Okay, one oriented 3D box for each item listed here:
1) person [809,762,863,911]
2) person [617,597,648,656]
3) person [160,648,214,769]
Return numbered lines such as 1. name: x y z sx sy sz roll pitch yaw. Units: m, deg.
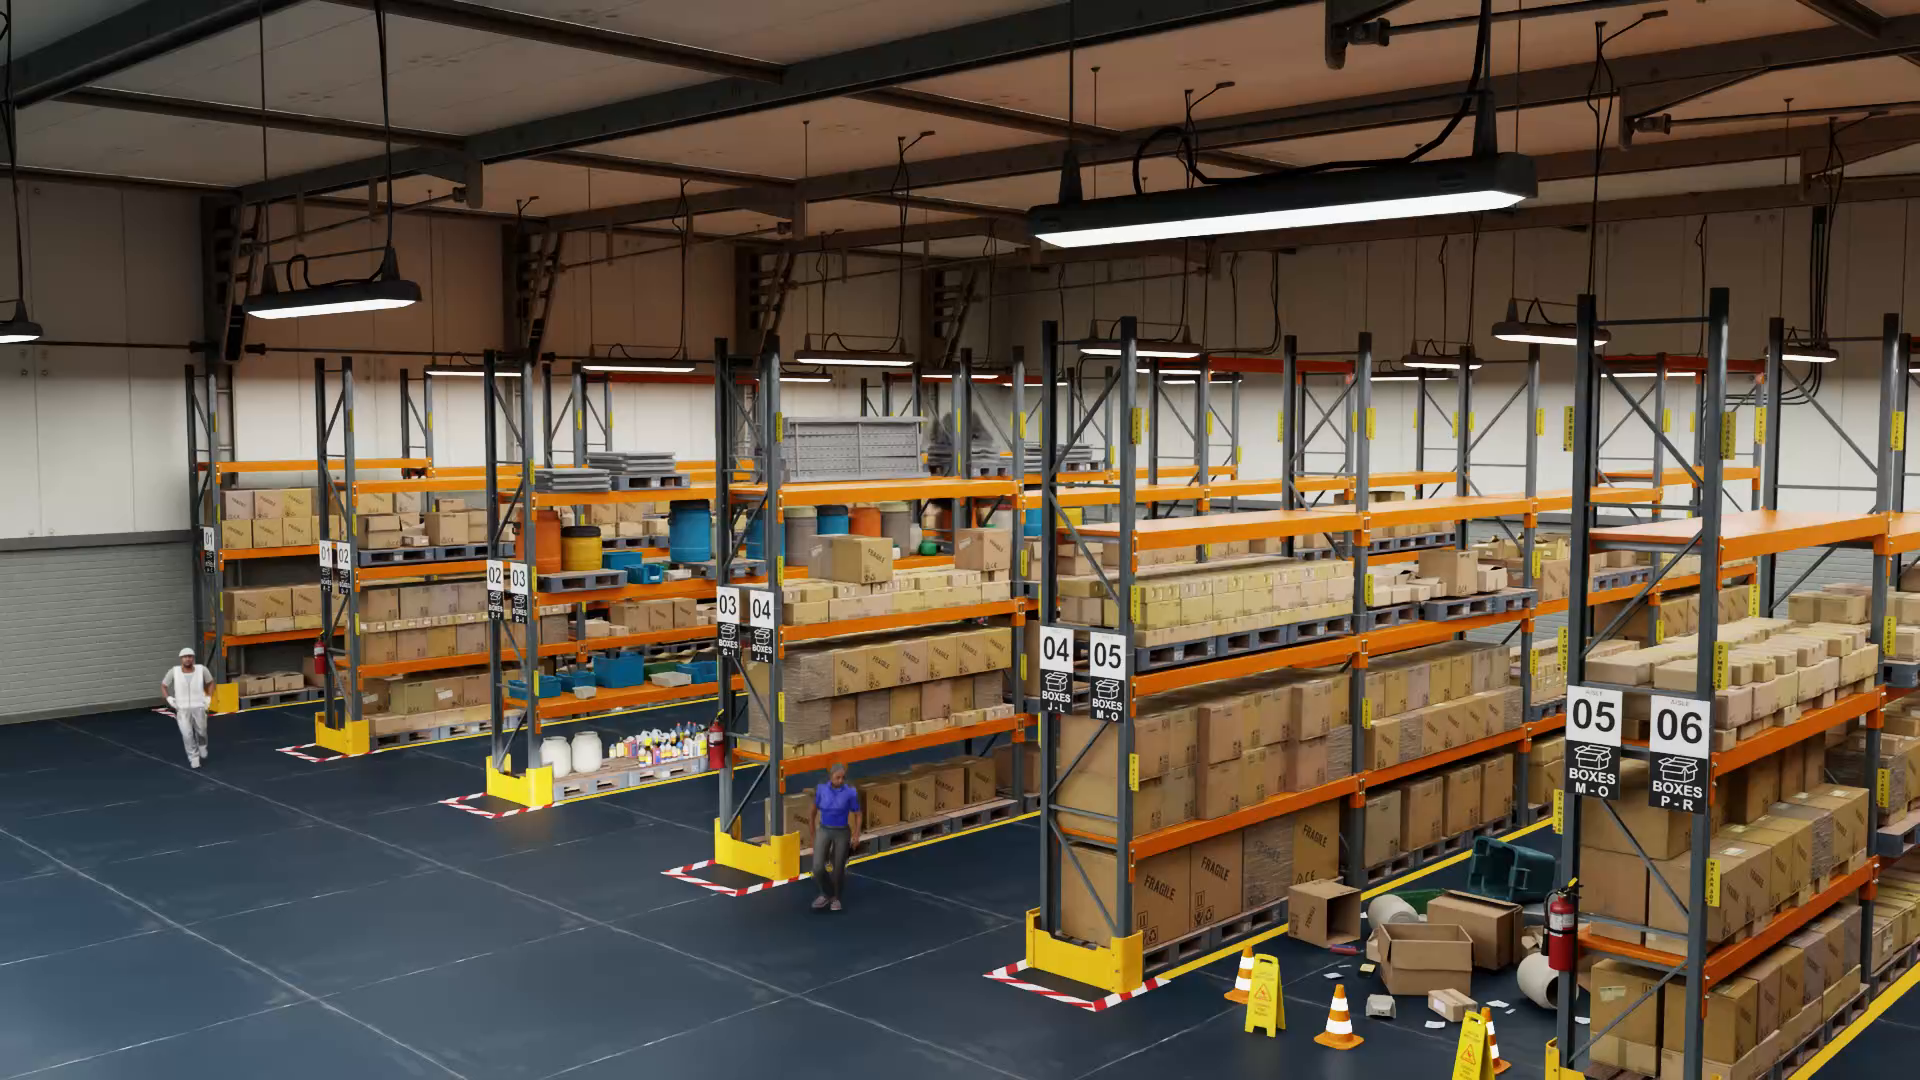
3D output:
1. person: -1.284 3.057 17.107 0.574 1.614 0.688 0 4 0
2. person: -6.508 1.874 33.151 0.630 1.640 0.805 0 4 -2
3. person: -11.284 2.438 24.307 0.711 1.751 0.611 -2 5 -24
